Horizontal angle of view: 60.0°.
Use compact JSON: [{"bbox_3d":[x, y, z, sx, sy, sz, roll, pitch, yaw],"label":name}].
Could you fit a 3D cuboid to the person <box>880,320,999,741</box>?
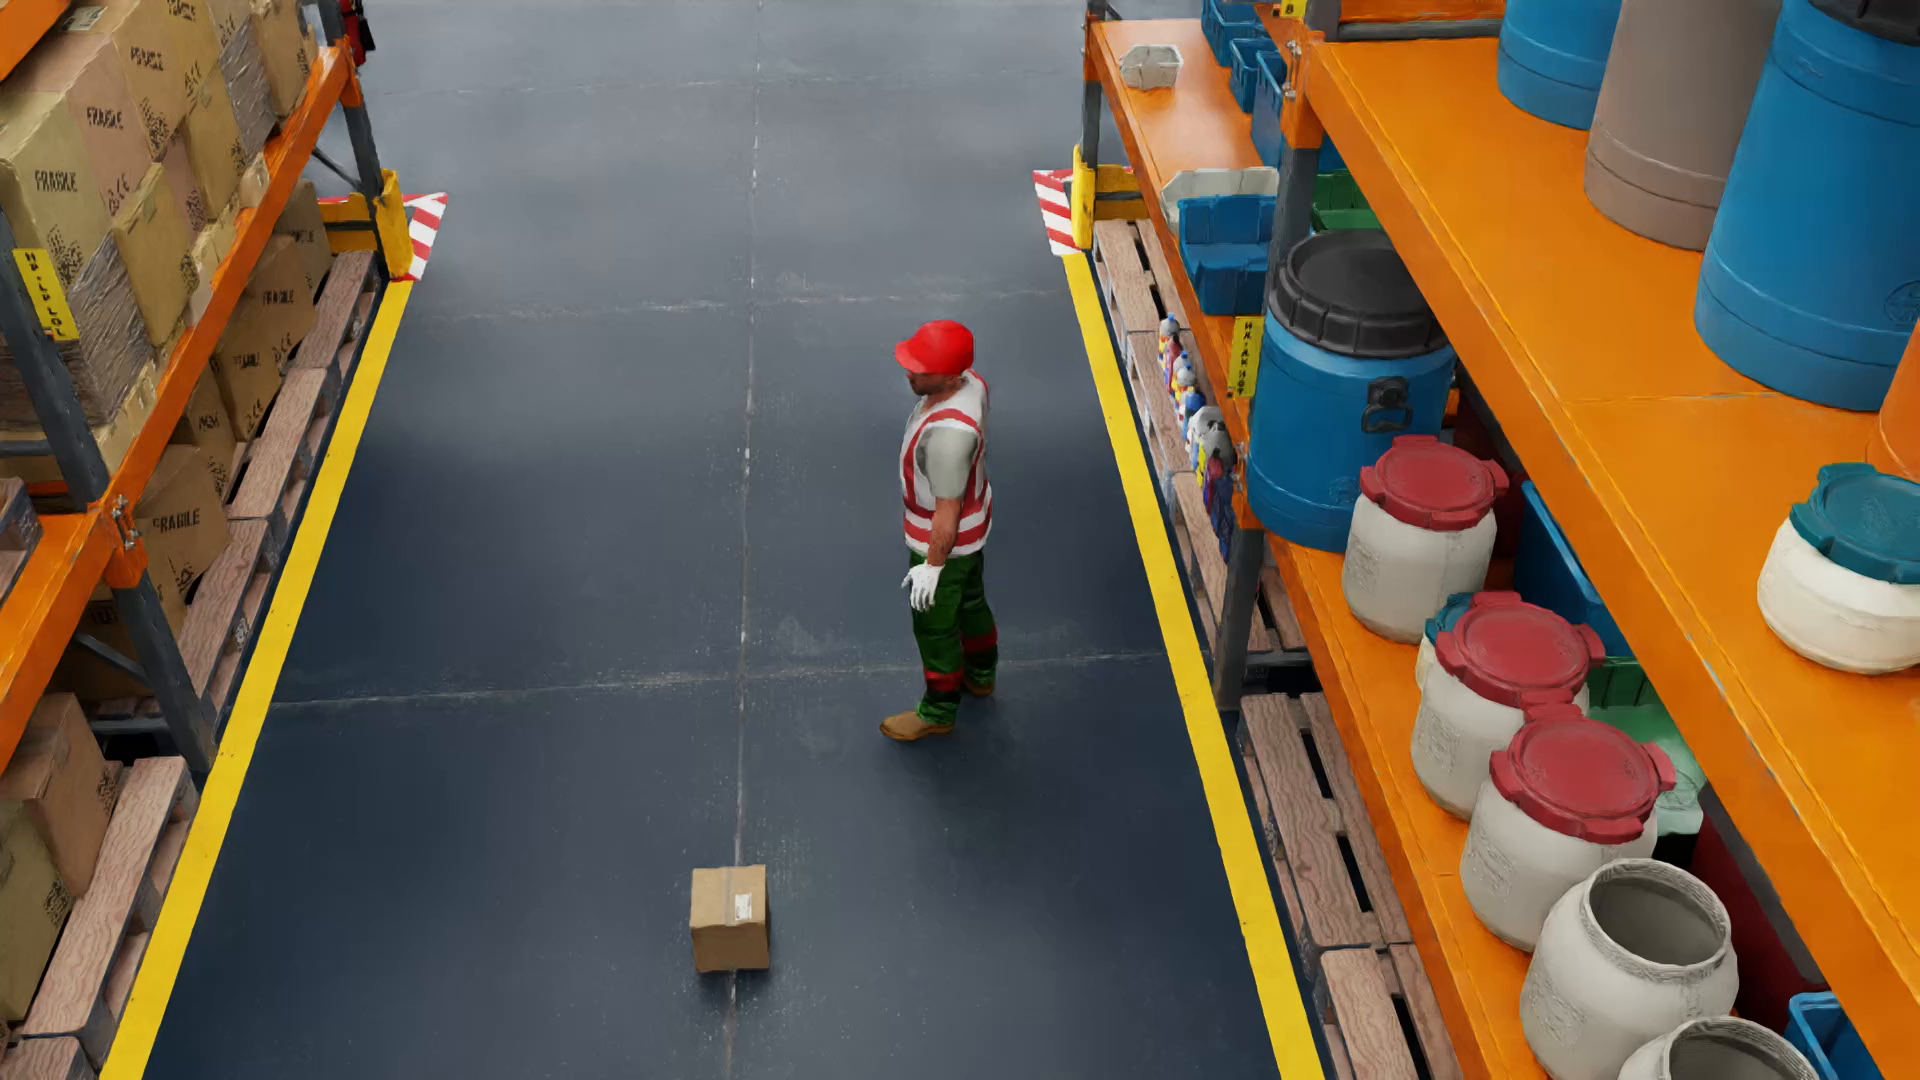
[{"bbox_3d":[-0.077,-0.027,6.123,0.420,1.792,0.622,6,39,8],"label":"person"}]
